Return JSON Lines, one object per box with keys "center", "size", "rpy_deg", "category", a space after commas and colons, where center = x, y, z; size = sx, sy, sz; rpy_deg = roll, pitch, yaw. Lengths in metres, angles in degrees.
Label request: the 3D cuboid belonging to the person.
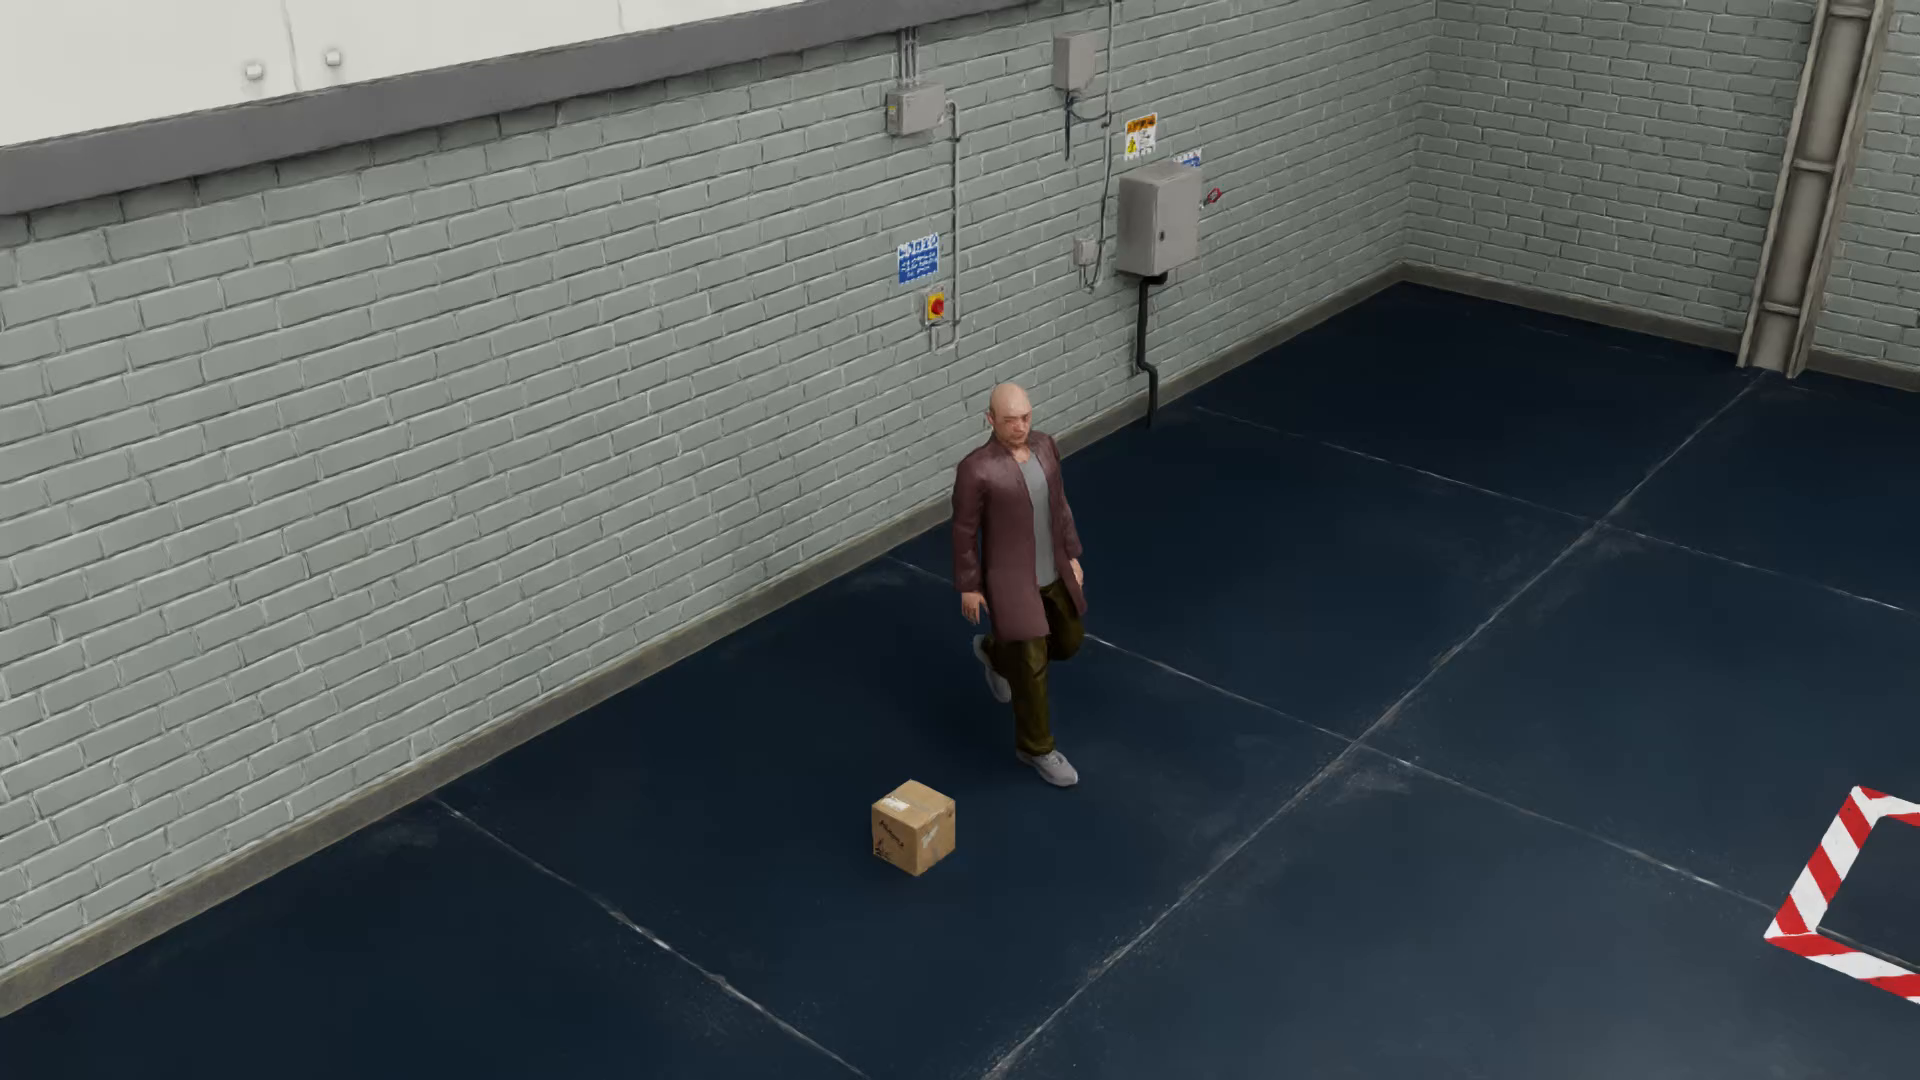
{"center": [0.296, 0.165, 7.324], "size": [0.617, 1.764, 0.819], "rpy_deg": [-22, 34, -37], "category": "person"}
